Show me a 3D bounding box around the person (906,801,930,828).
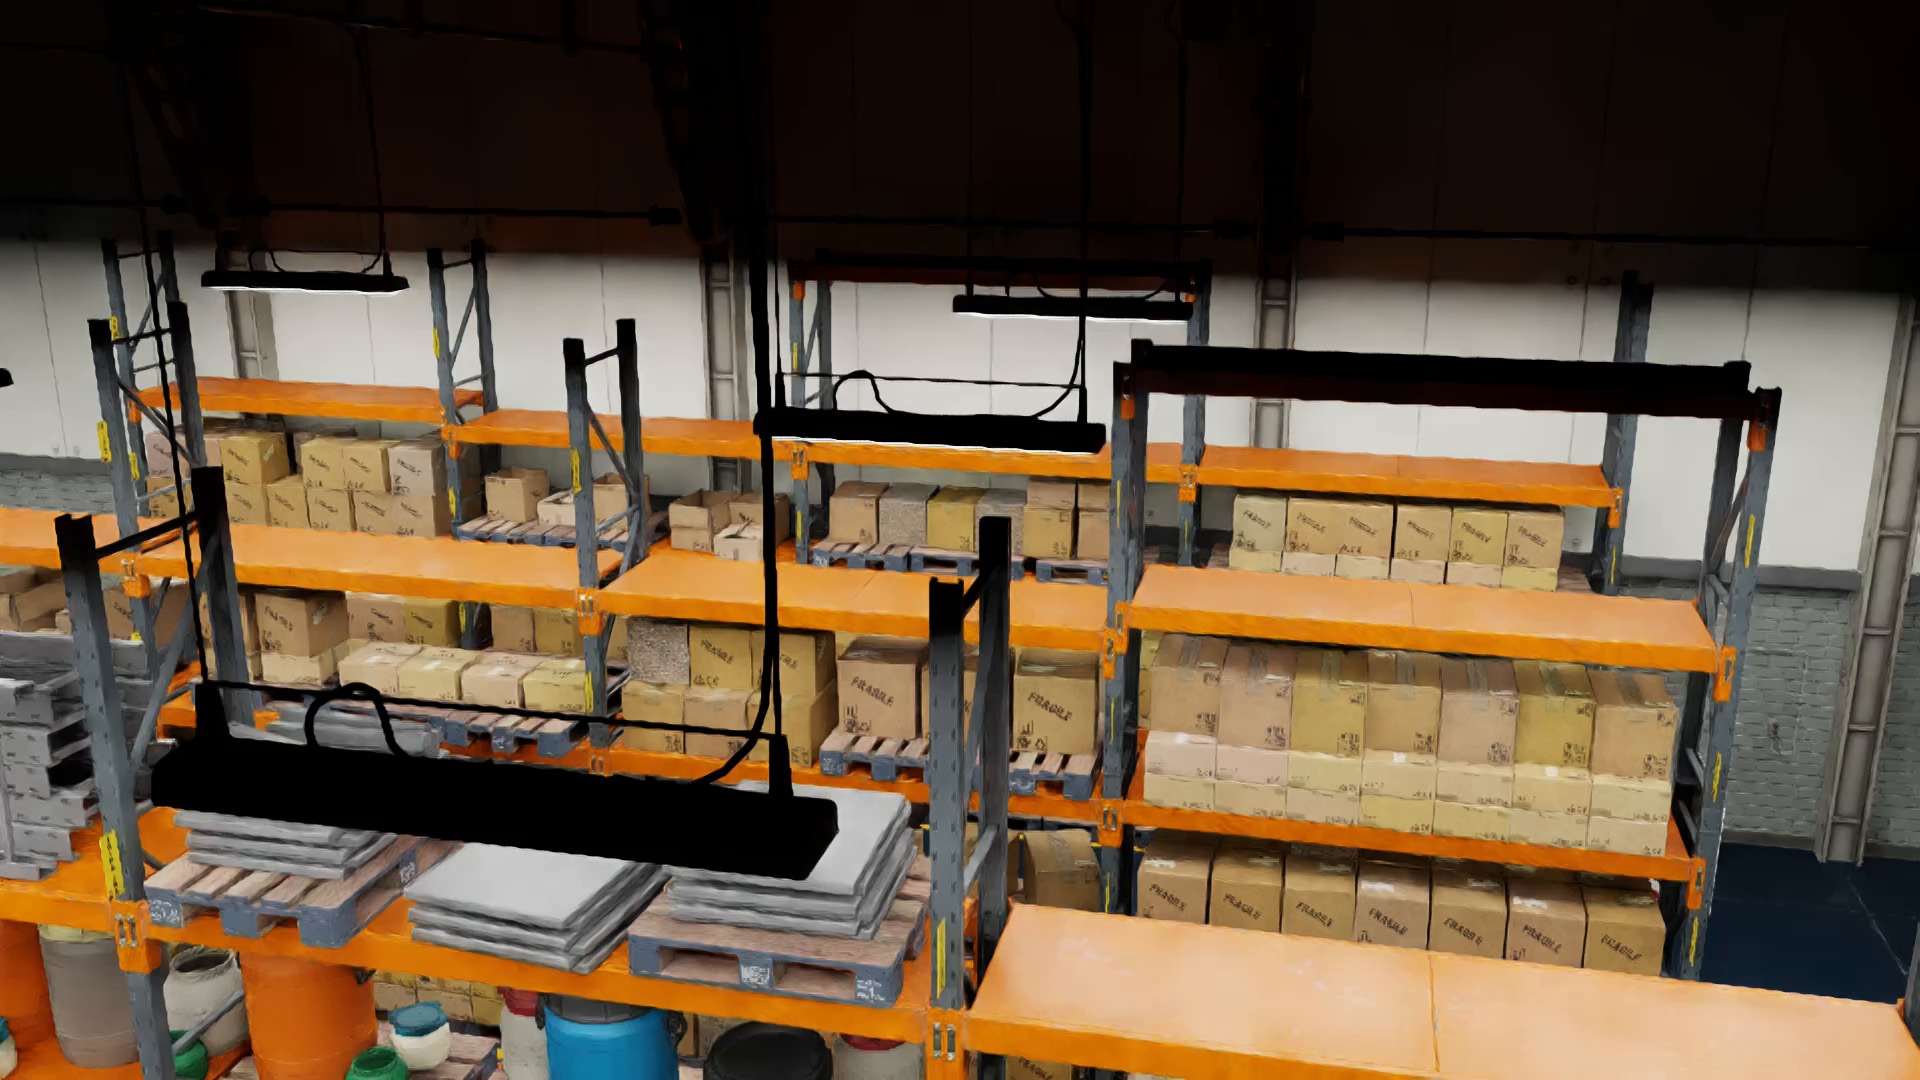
[{"bbox_3d":[-0.407,2.545,16.682,1.026,1.662,0.538,2,16,5],"label":"person"}]
